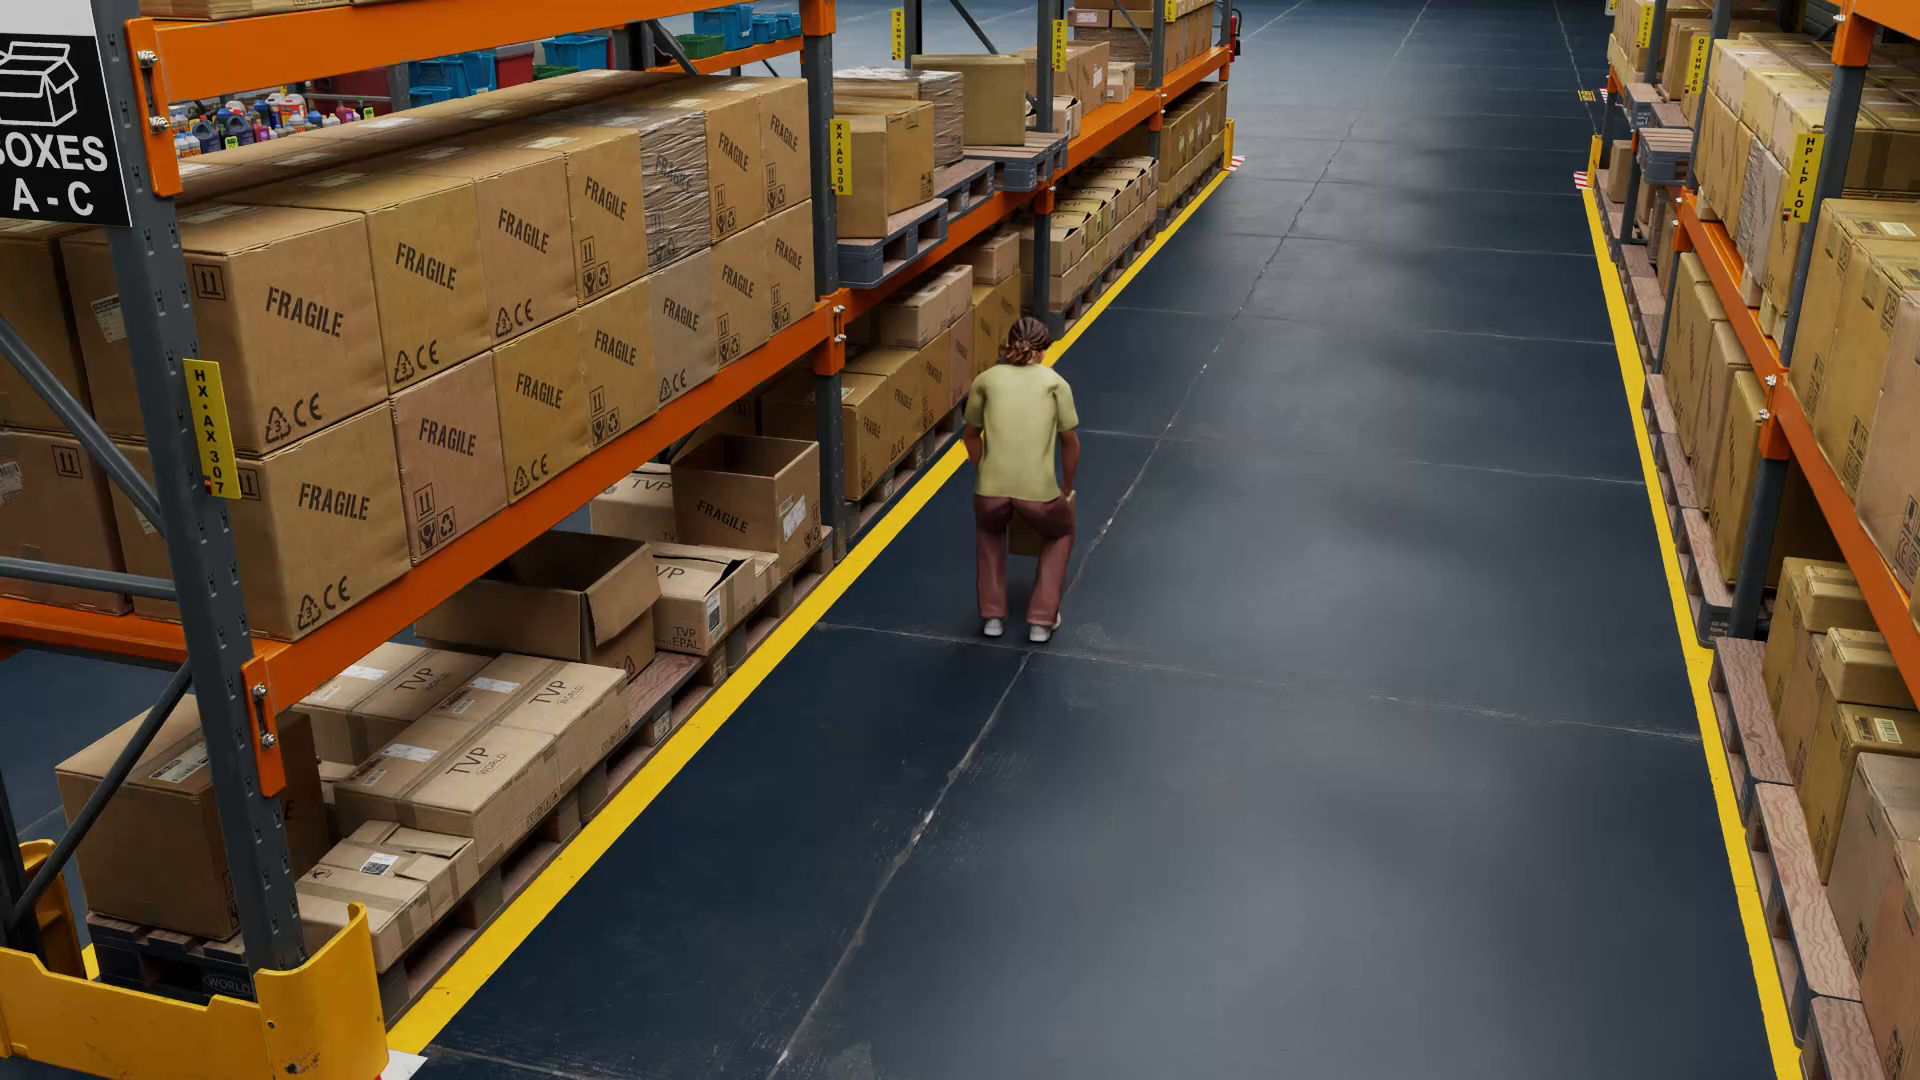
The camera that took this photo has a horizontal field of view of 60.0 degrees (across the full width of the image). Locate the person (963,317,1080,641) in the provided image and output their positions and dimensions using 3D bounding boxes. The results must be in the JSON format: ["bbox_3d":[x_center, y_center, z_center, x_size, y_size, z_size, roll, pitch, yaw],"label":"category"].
[{"bbox_3d":[0.246,-0.252,7.175,0.511,1.335,0.666,5,23,13],"label":"person"}]
